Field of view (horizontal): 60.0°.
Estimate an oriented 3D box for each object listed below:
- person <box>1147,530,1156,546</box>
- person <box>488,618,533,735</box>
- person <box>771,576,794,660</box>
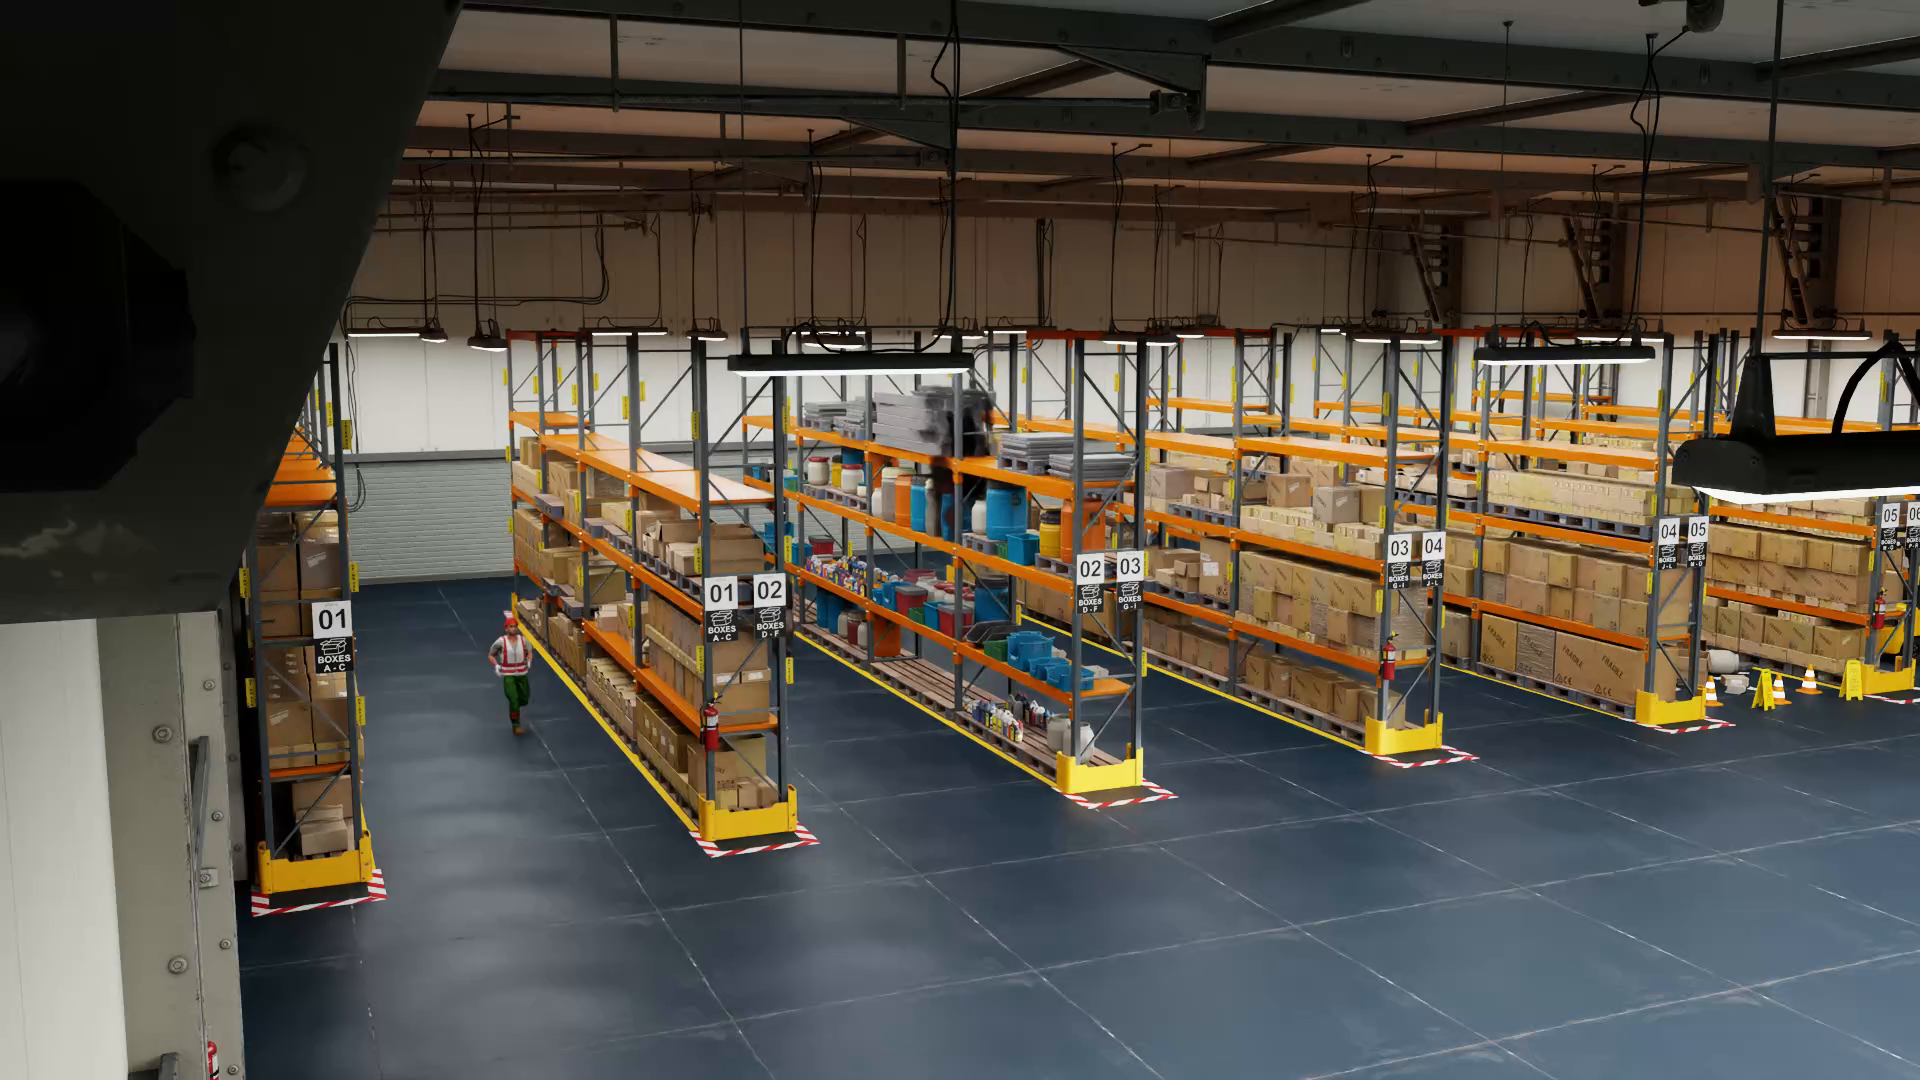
[{"bbox_3d":[4.811,-0.207,41.869,0.634,1.707,0.713,-3,8,-18],"label":"person"},{"bbox_3d":[-6.789,2.042,25.244,0.663,1.748,0.780,-5,9,-31],"label":"person"},{"bbox_3d":[-3.283,1.338,30.576,0.639,1.752,0.734,-3,8,-22],"label":"person"}]
